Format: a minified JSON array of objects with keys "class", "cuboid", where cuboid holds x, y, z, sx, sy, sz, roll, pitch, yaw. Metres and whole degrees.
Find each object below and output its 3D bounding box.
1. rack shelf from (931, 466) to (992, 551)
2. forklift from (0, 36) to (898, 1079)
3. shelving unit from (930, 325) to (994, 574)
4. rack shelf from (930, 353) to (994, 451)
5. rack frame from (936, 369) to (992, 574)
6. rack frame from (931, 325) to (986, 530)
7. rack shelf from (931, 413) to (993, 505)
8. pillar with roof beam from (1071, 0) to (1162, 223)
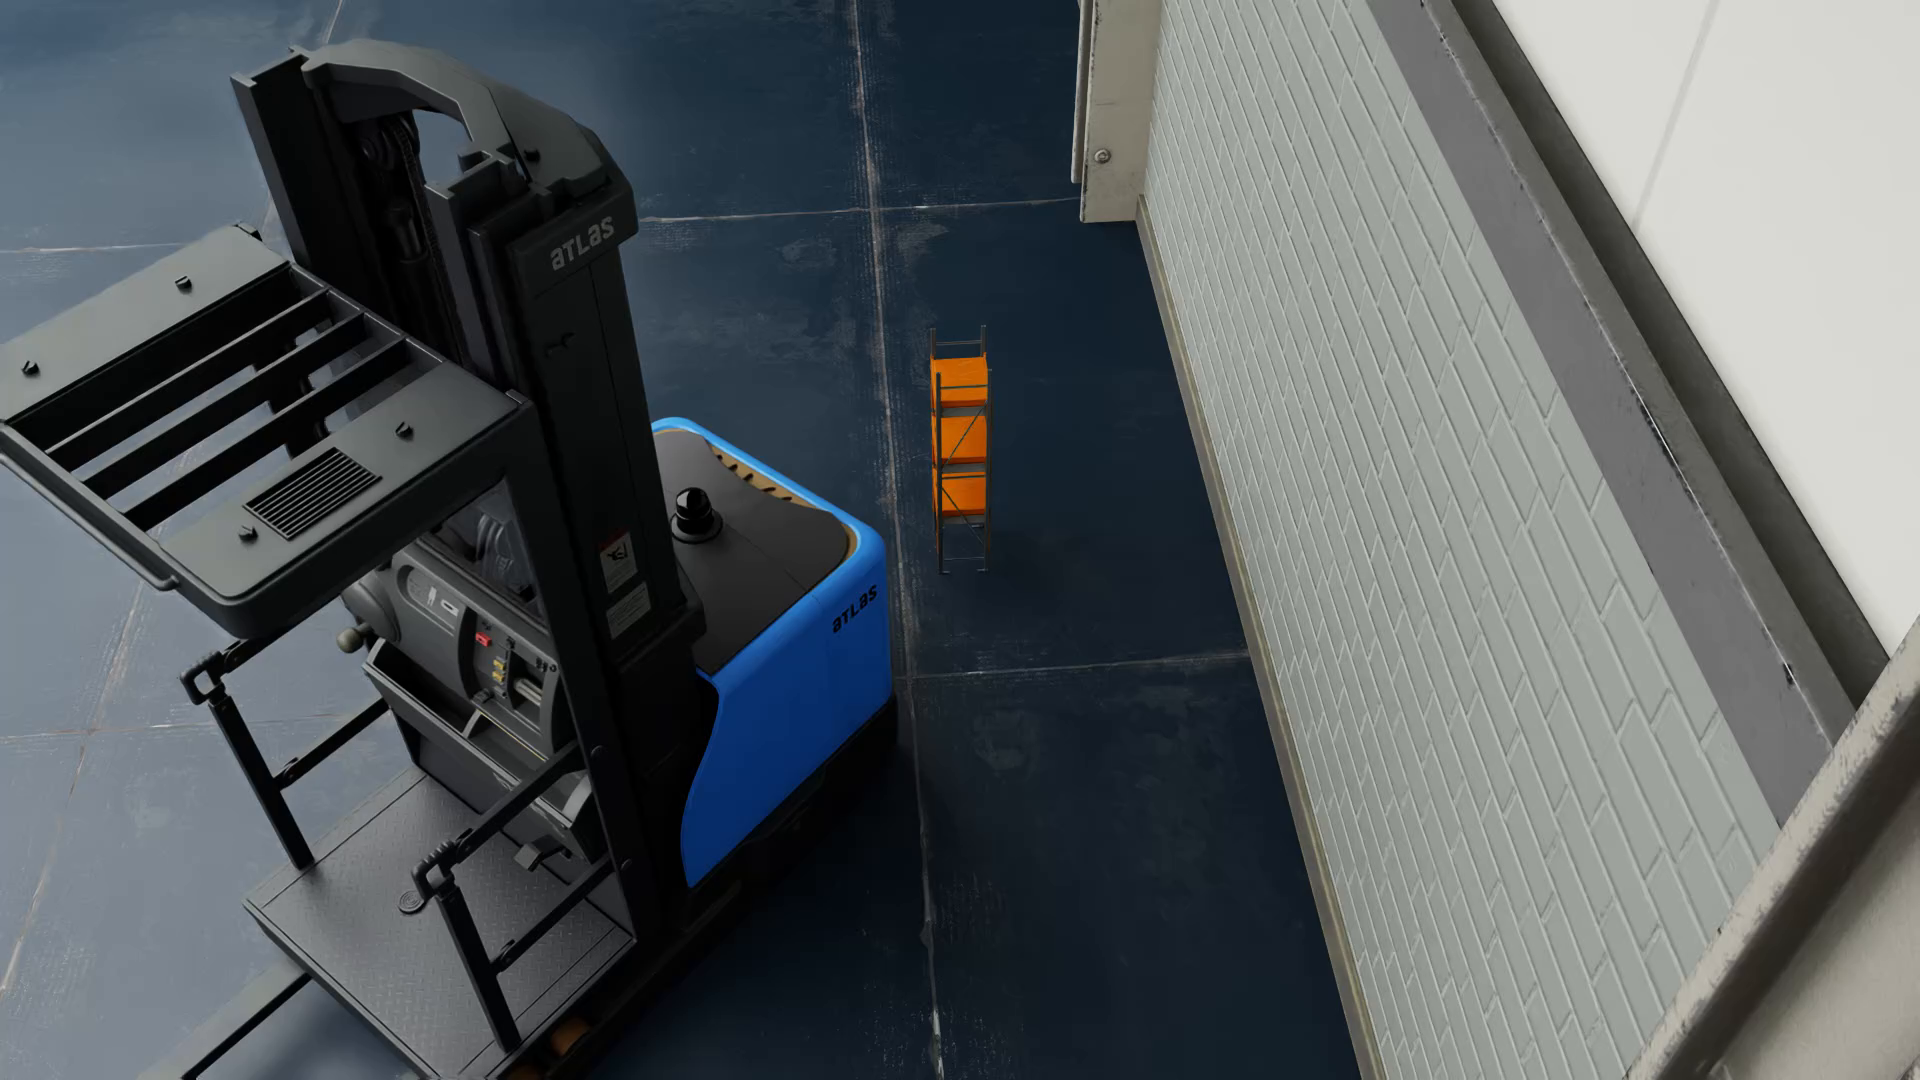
[{"class":"rack shelf","cuboid":[0.004,-0.124,6.542,0.215,0.259,0.240,-3,47,-3]},{"class":"forklift","cuboid":[-1.535,0.337,4.412,1.130,2.935,3.031,30,54,25]},{"class":"shelving unit","cuboid":[0.004,-0.322,6.332,0.215,1.050,0.252,-3,47,-3]},{"class":"rack shelf","cuboid":[0.004,-0.510,6.134,0.215,0.259,0.240,-3,47,-3]},{"class":"rack frame","cuboid":[0.015,-0.234,6.249,0.200,1.050,0.008,-3,47,-3]},{"class":"rack frame","cuboid":[-0.006,-0.411,6.416,0.200,1.050,0.008,-3,47,-3]},{"class":"rack shelf","cuboid":[0.004,-0.315,6.340,0.215,0.259,0.240,-3,47,-3]},{"class":"pillar with roof beam","cuboid":[-3.552,-4.558,4.869,9.100,9.000,0.400,-3,47,-3]}]
